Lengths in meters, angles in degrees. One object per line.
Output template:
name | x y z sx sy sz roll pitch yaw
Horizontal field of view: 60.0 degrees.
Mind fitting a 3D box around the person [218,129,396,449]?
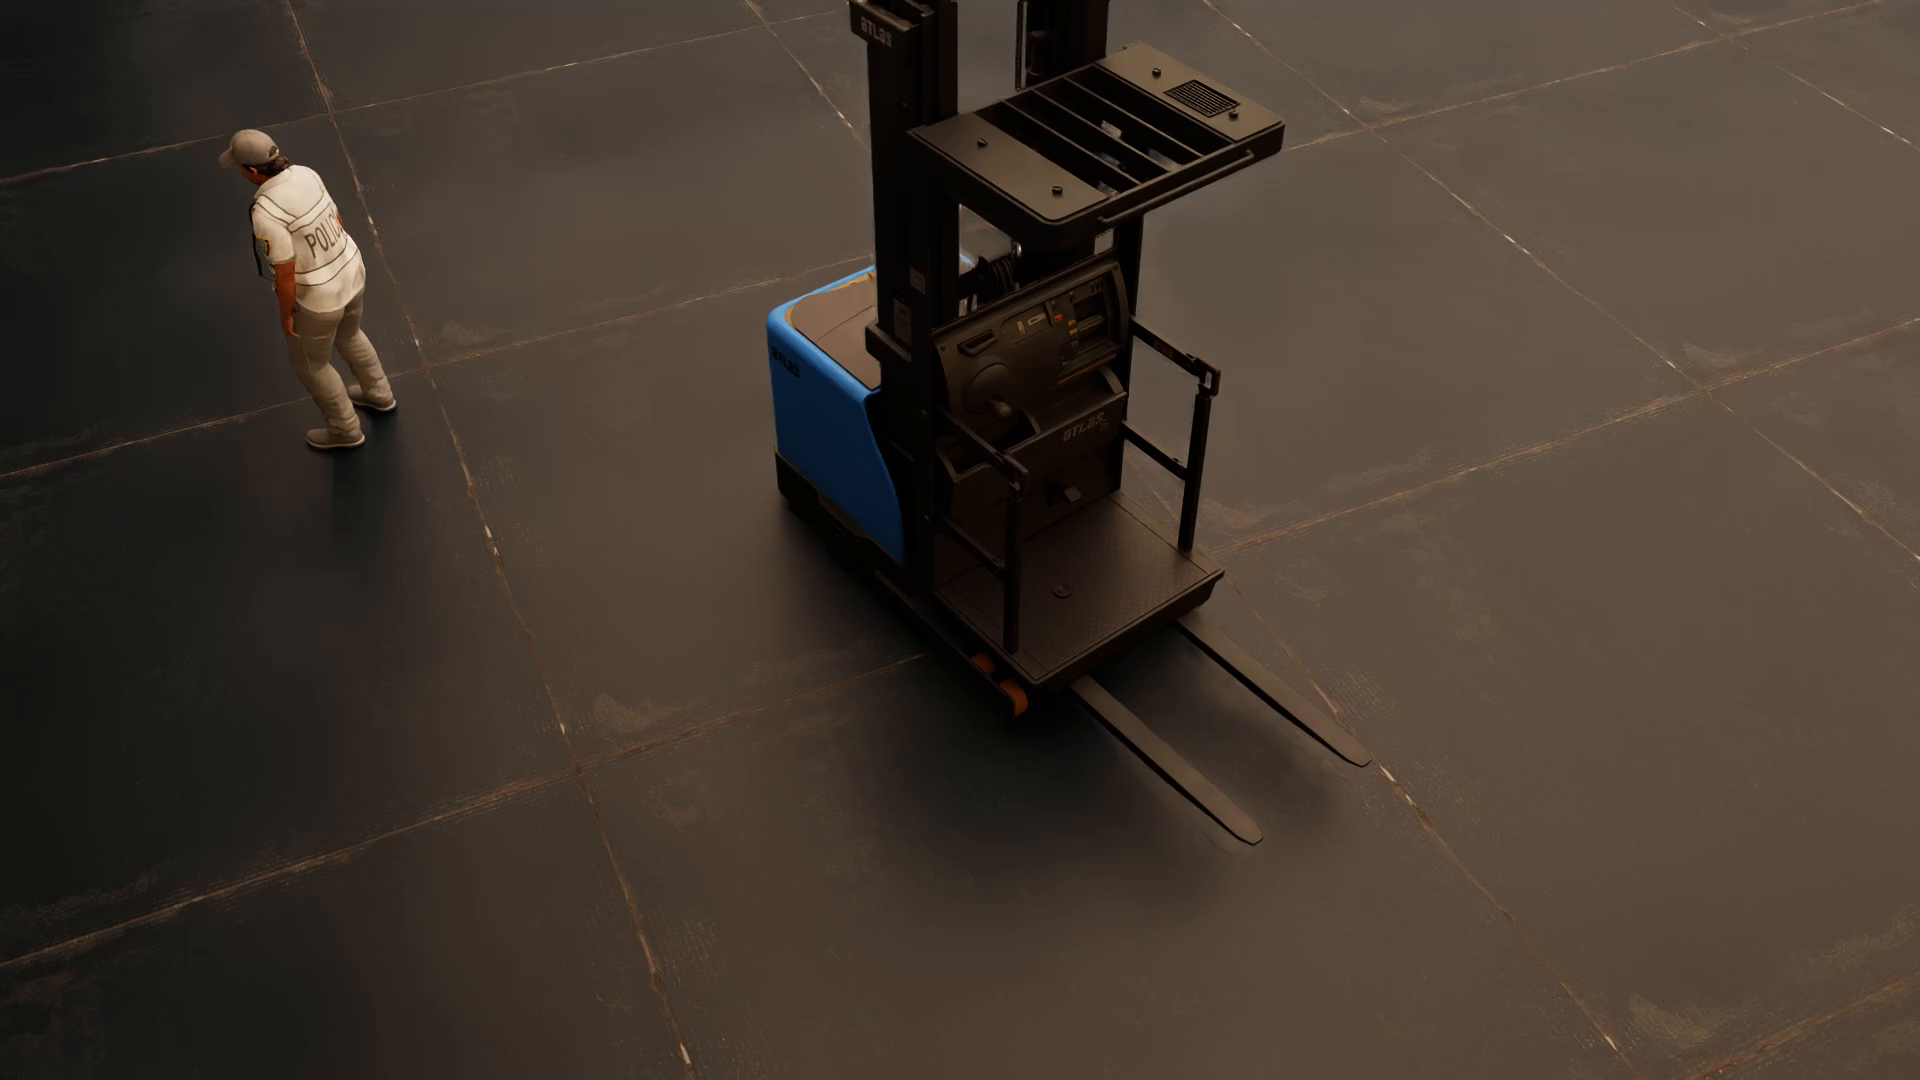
person | -3.074 -1.192 7.890 0.466 1.667 0.535 11 44 11

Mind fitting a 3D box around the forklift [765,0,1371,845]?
forklift | 0.429 -0.709 6.440 1.130 2.935 3.031 -28 50 -27
